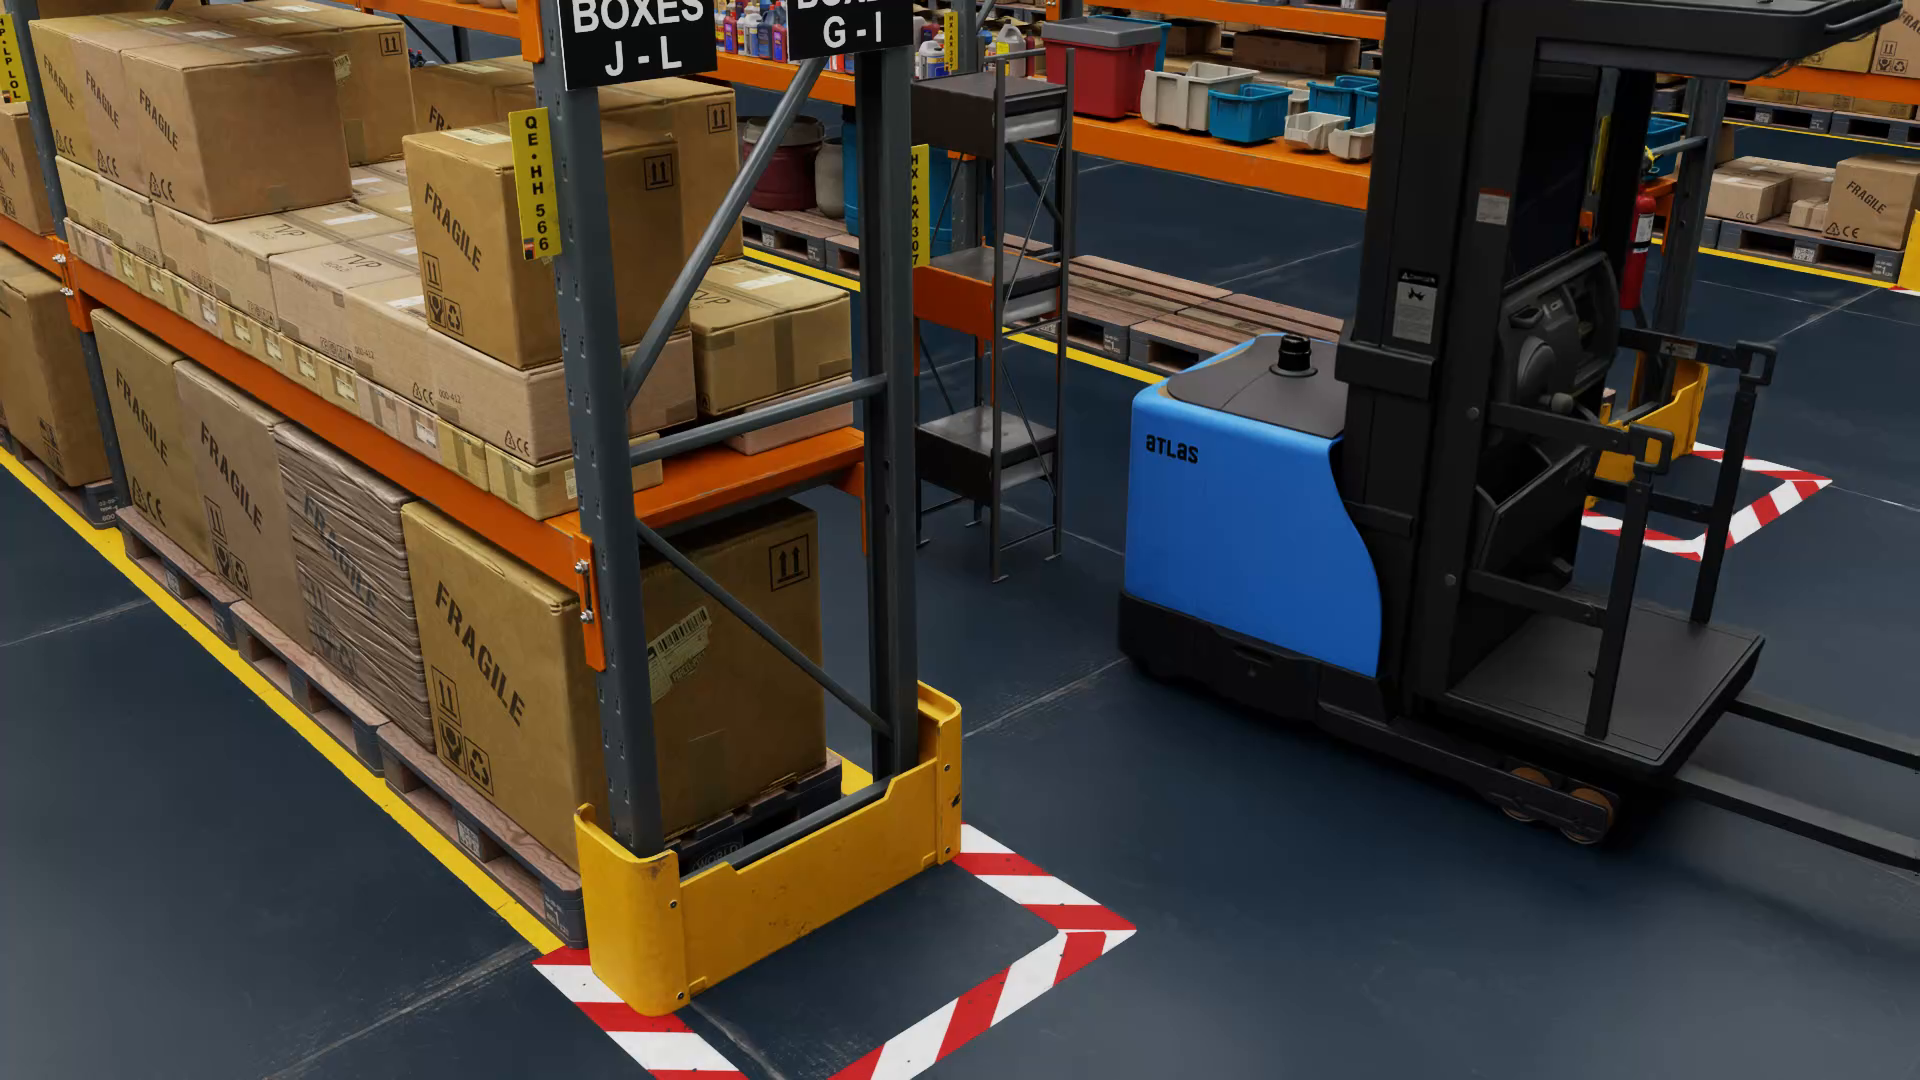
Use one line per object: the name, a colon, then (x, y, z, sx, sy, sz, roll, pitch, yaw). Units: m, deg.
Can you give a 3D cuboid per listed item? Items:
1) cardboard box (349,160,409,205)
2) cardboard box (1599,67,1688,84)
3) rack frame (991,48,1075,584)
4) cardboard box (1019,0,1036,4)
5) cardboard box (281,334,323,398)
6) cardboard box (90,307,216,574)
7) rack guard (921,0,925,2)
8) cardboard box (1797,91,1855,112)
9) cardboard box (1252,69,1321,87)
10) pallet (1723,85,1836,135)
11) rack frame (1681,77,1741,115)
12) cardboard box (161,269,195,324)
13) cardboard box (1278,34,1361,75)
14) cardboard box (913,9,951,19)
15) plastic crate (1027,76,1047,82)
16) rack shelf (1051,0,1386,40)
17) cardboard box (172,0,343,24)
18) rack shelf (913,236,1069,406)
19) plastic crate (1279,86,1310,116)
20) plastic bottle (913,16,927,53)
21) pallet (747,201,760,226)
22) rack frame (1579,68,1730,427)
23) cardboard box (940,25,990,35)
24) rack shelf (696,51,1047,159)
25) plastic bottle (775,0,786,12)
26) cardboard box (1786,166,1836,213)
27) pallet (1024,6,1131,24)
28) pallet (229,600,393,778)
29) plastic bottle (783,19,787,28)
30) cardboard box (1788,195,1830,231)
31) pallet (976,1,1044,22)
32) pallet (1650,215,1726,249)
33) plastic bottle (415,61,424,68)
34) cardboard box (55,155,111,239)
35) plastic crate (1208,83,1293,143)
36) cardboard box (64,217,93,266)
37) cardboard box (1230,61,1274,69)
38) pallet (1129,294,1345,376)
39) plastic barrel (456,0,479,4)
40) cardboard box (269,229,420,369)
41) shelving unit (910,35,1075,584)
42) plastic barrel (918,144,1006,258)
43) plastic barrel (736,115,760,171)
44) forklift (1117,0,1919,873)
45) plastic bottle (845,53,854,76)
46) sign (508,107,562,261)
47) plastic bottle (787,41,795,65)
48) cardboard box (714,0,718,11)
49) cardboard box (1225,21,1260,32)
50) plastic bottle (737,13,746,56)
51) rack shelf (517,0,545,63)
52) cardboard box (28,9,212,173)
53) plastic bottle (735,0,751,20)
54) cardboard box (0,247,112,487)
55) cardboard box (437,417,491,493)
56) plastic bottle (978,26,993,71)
cardboard box: (-2.066, -1.210, 6.111, 0.500, 0.250, 0.500, -20, 32, -37)
cardboard box: (7.044, -5.102, 16.903, 0.750, 0.750, 0.750, -21, 32, -38)
rack frame: (0.280, -0.831, 6.542, 0.400, 2.100, 0.015, -21, 32, -38)
cardboard box: (1.037, -7.546, 23.081, 0.250, 0.149, 0.380, 21, 32, 38)
cardboard box: (-1.890, -0.589, 5.230, 0.380, 0.149, 0.250, -21, 32, -38)
cardboard box: (-2.871, -0.515, 6.819, 0.875, 0.875, 0.875, -21, 32, -38)
rack guard: (-0.566, -8.204, 24.631, 1.175, 0.500, 0.348, -21, 32, -38)
cardboard box: (8.361, -4.374, 15.729, 0.700, 0.500, 0.500, -22, 32, -39)
cardboard box: (2.749, -3.758, 14.354, 0.500, 0.500, 0.500, -21, 32, -38)
pallet: (8.046, -4.207, 16.219, 1.003, 0.211, 1.213, -21, 32, -38)
rack frame: (7.584, -5.729, 16.193, 1.000, 3.000, 0.127, -21, 32, -38)
cardboard box: (-2.588, -0.899, 5.909, 0.380, 0.149, 0.250, -22, 32, -39)
cardboard box: (3.134, -4.245, 14.519, 0.500, 0.250, 0.500, -21, 32, -38)
cardboard box: (-0.312, -5.592, 18.025, 0.500, 0.311, 0.500, -21, 32, -39)
plastic crate: (0.566, -2.644, 9.677, 0.396, 0.136, 0.243, -21, 32, -38)
rack shelf: (2.603, -4.601, 14.588, 1.077, 0.370, 4.000, -21, 32, -38)
cardboard box: (-2.754, -1.858, 6.628, 0.500, 0.500, 0.500, -20, 31, -37)
rack shelf: (0.113, -0.893, 6.710, 0.431, 0.518, 0.480, -21, 32, -38)
plastic crate: (1.761, -2.383, 9.106, 0.293, 0.136, 0.466, -21, 32, -38)
plastic bottle: (-0.319, -3.391, 11.218, 0.152, 0.276, 0.135, -21, 32, -38)
pallet: (-1.813, -2.634, 12.770, 1.003, 0.211, 1.213, -21, 32, -38)
rack frame: (3.086, -1.706, 7.376, 1.000, 3.000, 0.127, -21, 32, -38)
cardboard box: (-0.005, -5.128, 17.007, 0.500, 0.311, 0.500, -21, 32, -39)
rack shelf: (-1.015, -3.197, 11.510, 1.077, 0.370, 4.000, -21, 32, -38)
plastic bottle: (-1.305, -3.842, 12.213, 0.097, 0.271, 0.097, 0, 25, 0)
cardboard box: (6.198, -2.456, 11.803, 0.500, 0.250, 0.500, -21, 32, -38)
pallet: (1.631, -7.077, 22.509, 1.003, 0.211, 1.213, -21, 32, -38)
pallet: (-1.963, 0.378, 6.168, 1.003, 0.211, 1.213, -21, 32, -38)
plastic bottle: (-1.144, -3.347, 11.128, 0.097, 0.271, 0.097, 0, 25, 0)
cardboard box: (5.942, -2.265, 11.484, 0.380, 0.166, 0.250, -21, 32, -38)
pallet: (0.793, -7.447, 23.320, 1.003, 0.211, 1.213, -21, 32, -38)
pallet: (5.277, -2.475, 12.422, 1.003, 0.211, 1.213, -21, 32, -38)
plastic bottle: (-5.332, -4.587, 16.434, 0.061, 0.283, 0.133, -21, 32, -38)
cardboard box: (-3.134, -1.364, 6.447, 0.500, 0.250, 0.500, -22, 32, -39)
plastic crate: (1.495, -2.207, 8.603, 0.416, 0.233, 0.300, -21, 32, -38)
cardboard box: (-3.304, -1.215, 6.602, 0.380, 0.149, 0.250, -21, 32, -38)
cardboard box: (2.763, -4.066, 15.031, 0.500, 0.500, 0.500, 22, 33, 40)
pallet: (1.721, -1.068, 9.337, 1.003, 0.211, 1.213, -21, 32, -38)
plastic barrel: (-4.121, -4.829, 14.059, 0.433, 0.535, 0.433, 0, 25, 0)
cardboard box: (-1.749, -0.748, 5.098, 0.500, 0.250, 0.500, 22, 33, 40)
shelving unit: (0.113, -0.905, 6.704, 0.431, 2.100, 0.503, -21, 32, -38)
plastic barrel: (-0.008, -2.324, 10.753, 0.600, 0.901, 0.708, -21, 32, -38)
plastic barrel: (-1.584, -2.900, 12.485, 0.421, 0.512, 0.421, 0, 25, 0)
forklift: (2.047, -0.637, 5.114, 3.031, 2.935, 1.130, 19, 31, 35)
plastic bottle: (-0.642, -3.137, 10.573, 0.144, 0.351, 0.185, -21, 32, -38)
sign: (-0.935, -0.786, 3.679, 0.100, 0.325, 0.005, -21, 32, -38)
plastic bottle: (-1.098, -3.257, 11.016, 0.097, 0.201, 0.097, 0, 25, 0)
cardboard box: (-2.652, -6.411, 19.592, 0.500, 0.500, 0.500, -21, 32, -38)
cardboard box: (3.692, -6.538, 20.450, 0.700, 0.500, 0.500, -21, 32, -39)
plastic bottle: (-1.474, -3.456, 11.367, 0.097, 0.271, 0.097, 0, 25, 0)
rack shelf: (-1.897, -1.945, 5.151, 1.077, 0.370, 4.000, -21, 32, -38)
cardboard box: (-3.123, -1.704, 6.290, 0.500, 0.500, 0.500, -21, 32, -38)
plastic bottle: (-1.637, -4.006, 12.557, 0.061, 0.283, 0.133, -21, 32, -38)
cardboard box: (-3.716, -0.926, 7.719, 1.225, 0.875, 0.875, -21, 32, -38)
cardboard box: (-1.192, -0.280, 4.552, 0.380, 0.149, 0.250, -21, 32, -38)
plastic bottle: (0.163, -3.192, 10.787, 0.097, 0.271, 0.097, 0, 25, 0)
